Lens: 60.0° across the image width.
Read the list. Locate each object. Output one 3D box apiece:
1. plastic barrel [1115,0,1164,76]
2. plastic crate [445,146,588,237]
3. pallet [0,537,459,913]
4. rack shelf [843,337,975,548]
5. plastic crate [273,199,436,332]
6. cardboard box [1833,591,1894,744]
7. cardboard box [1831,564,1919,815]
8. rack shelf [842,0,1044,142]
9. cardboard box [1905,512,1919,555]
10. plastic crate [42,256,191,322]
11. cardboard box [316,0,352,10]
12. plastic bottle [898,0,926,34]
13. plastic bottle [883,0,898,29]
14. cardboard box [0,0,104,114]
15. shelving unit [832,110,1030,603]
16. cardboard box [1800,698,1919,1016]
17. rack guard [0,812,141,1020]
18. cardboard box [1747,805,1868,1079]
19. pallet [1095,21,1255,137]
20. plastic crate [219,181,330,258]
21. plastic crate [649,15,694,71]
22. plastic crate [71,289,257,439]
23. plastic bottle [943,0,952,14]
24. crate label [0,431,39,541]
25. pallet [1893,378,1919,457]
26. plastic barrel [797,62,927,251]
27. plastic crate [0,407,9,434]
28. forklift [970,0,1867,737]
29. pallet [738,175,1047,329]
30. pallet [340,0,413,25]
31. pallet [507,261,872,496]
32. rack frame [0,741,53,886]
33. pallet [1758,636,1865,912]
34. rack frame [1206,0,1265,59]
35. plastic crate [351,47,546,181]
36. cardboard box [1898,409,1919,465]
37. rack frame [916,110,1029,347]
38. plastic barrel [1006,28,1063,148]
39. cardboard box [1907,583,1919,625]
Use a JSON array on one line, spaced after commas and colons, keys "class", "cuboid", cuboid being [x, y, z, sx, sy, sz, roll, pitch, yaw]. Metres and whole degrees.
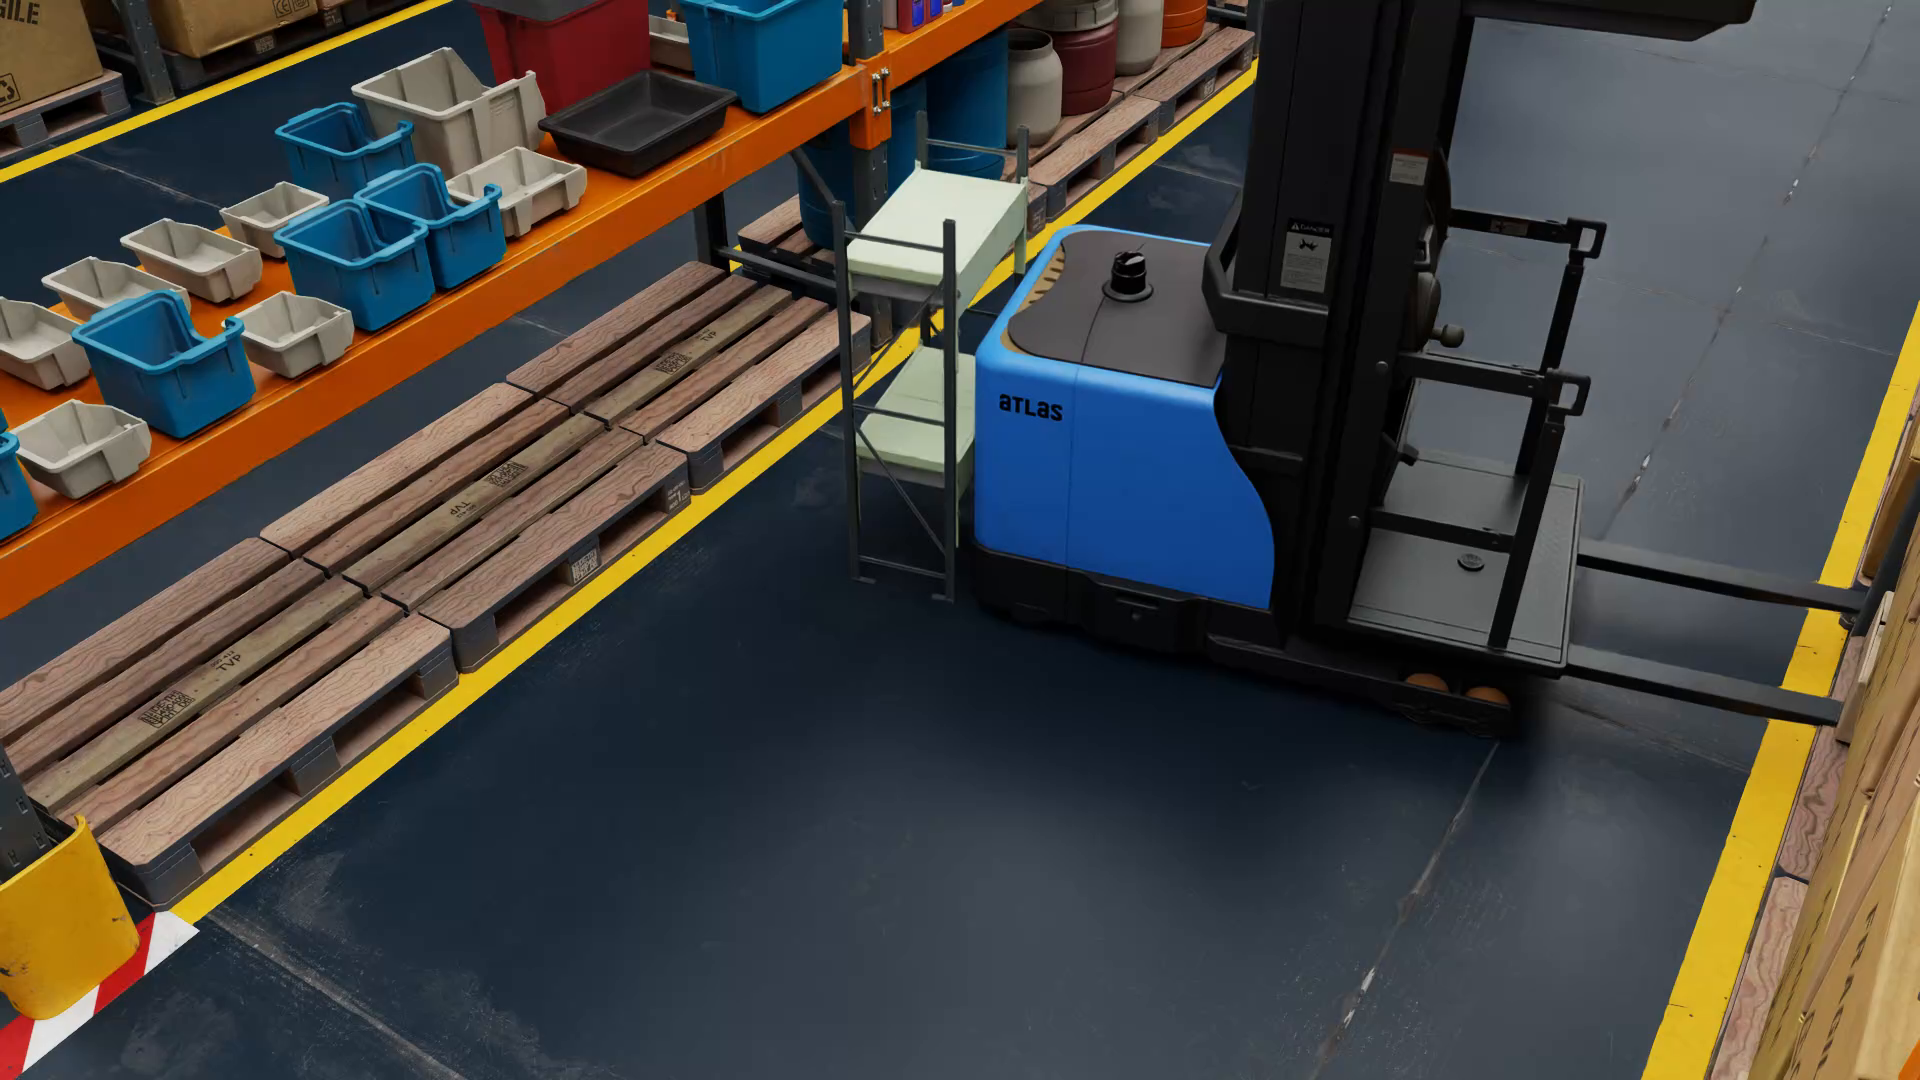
[{"class": "plastic barrel", "cuboid": [0.914, -2.882, 9.226, 0.421, 0.512, 0.421, 0, 38, 0]}, {"class": "plastic crate", "cuboid": [-1.433, -1.141, 5.440, 0.293, 0.136, 0.466, 21, 42, 25]}, {"class": "pallet", "cuboid": [-2.423, 0.537, 5.381, 1.003, 0.211, 1.213, 21, 42, 25]}, {"class": "rack shelf", "cuboid": [-0.081, -0.366, 6.030, 0.431, 0.370, 0.720, 12, 39, 15]}, {"class": "plastic crate", "cuboid": [-1.782, -0.811, 4.933, 0.416, 0.233, 0.300, 21, 42, 25]}, {"class": "cardboard box", "cuboid": [3.019, 0.441, 5.063, 0.500, 0.311, 0.500, 21, 42, 25]}, {"class": "cardboard box", "cuboid": [2.110, 0.324, 3.292, 0.500, 0.500, 0.500, 21, 42, 25]}, {"class": "rack shelf", "cuboid": [0.317, -2.964, 8.227, 1.077, 0.370, 4.000, 21, 42, 25]}, {"class": "cardboard box", "cuboid": [2.651, -0.196, 3.966, 0.500, 0.500, 0.500, 22, 43, 26]}, {"class": "plastic crate", "cuboid": [-2.446, -0.699, 4.867, 0.396, 0.136, 0.243, 21, 42, 25]}, {"class": "cardboard box", "cuboid": [-4.132, -3.960, 10.326, 1.225, 0.875, 0.875, 20, 42, 24]}, {"class": "plastic bottle", "cuboid": [-0.198, -2.221, 6.769, 0.061, 0.283, 0.133, 21, 42, 25]}, {"class": "plastic bottle", "cuboid": [-0.270, -2.294, 6.810, 0.144, 0.351, 0.185, 21, 42, 25]}, {"class": "cardboard box", "cuboid": [-5.358, -2.848, 8.884, 0.875, 0.875, 0.875, 21, 42, 25]}, {"class": "shelving unit", "cuboid": [-0.081, -0.624, 5.831, 0.431, 1.500, 0.755, 12, 39, 15]}, {"class": "cardboard box", "cuboid": [1.559, 0.451, 2.307, 0.500, 0.500, 0.500, 22, 43, 26]}, {"class": "rack guard", "cuboid": [-2.899, 0.851, 4.736, 1.175, 0.500, 0.348, 21, 42, 25]}, {"class": "cardboard box", "cuboid": [1.568, 0.839, 2.623, 0.500, 0.500, 0.500, 22, 43, 25]}, {"class": "pallet", "cuboid": [1.002, -2.755, 9.651, 1.003, 0.211, 1.213, 21, 42, 25]}, {"class": "plastic crate", "cuboid": [-2.174, -1.009, 5.269, 0.298, 0.136, 0.250, 21, 42, 25]}, {"class": "plastic crate", "cuboid": [-1.124, -1.944, 6.481, 0.396, 0.136, 0.243, 21, 42, 25]}, {"class": "plastic crate", "cuboid": [-2.134, -0.472, 4.493, 0.416, 0.233, 0.300, 21, 42, 25]}, {"class": "plastic bottle", "cuboid": [-0.080, -2.323, 6.969, 0.097, 0.201, 0.097, 0, 38, 0]}, {"class": "crate label", "cuboid": [-2.487, -0.132, 4.053, 0.416, 0.233, 0.303, 21, 42, 25]}, {"class": "pallet", "cuboid": [4.483, -0.554, 6.796, 1.003, 0.211, 1.213, 21, 42, 25]}, {"class": "plastic barrel", "cuboid": [-0.448, -1.828, 7.539, 0.600, 0.901, 0.708, 21, 42, 25]}, {"class": "plastic crate", "cuboid": [-2.876, -0.427, 4.269, 0.616, 0.435, 0.499, 21, 42, 25]}, {"class": "forklift", "cuboid": [1.607, -0.886, 4.999, 3.031, 2.935, 1.130, 12, 39, 15]}, {"class": "pallet", "cuboid": [-0.306, -1.497, 8.019, 1.003, 0.211, 1.213, 21, 42, 25]}, {"class": "pallet", "cuboid": [-3.934, -3.787, 10.990, 1.003, 0.211, 1.213, 21, 42, 25]}, {"class": "pallet", "cuboid": [-1.115, -0.721, 7.013, 1.003, 0.211, 1.213, 21, 42, 25]}, {"class": "rack frame", "cuboid": [-2.897, -0.155, 3.995, 1.000, 3.000, 0.127, 21, 42, 25]}, {"class": "pallet", "cuboid": [3.058, 0.863, 4.958, 1.003, 0.211, 1.213, 21, 42, 25]}, {"class": "rack frame", "cuboid": [1.389, -4.280, 9.345, 1.000, 3.000, 0.127, 21, 42, 25]}, {"class": "plastic crate", "cuboid": [-1.728, -1.467, 5.745, 0.437, 0.282, 0.530, 21, 42, 25]}, {"class": "cardboard box", "cuboid": [3.721, -0.380, 5.973, 0.500, 0.500, 0.500, 21, 42, 25]}, {"class": "rack frame", "cuboid": [0.042, -0.835, 6.104, 0.400, 1.500, 0.023, 12, 39, 15]}, {"class": "plastic barrel", "cuboid": [0.309, -2.300, 8.471, 0.421, 0.512, 0.421, 0, 38, 0]}, {"class": "cardboard box", "cuboid": [2.108, -0.082, 2.999, 0.500, 0.500, 0.500, 23, 43, 26]}]
